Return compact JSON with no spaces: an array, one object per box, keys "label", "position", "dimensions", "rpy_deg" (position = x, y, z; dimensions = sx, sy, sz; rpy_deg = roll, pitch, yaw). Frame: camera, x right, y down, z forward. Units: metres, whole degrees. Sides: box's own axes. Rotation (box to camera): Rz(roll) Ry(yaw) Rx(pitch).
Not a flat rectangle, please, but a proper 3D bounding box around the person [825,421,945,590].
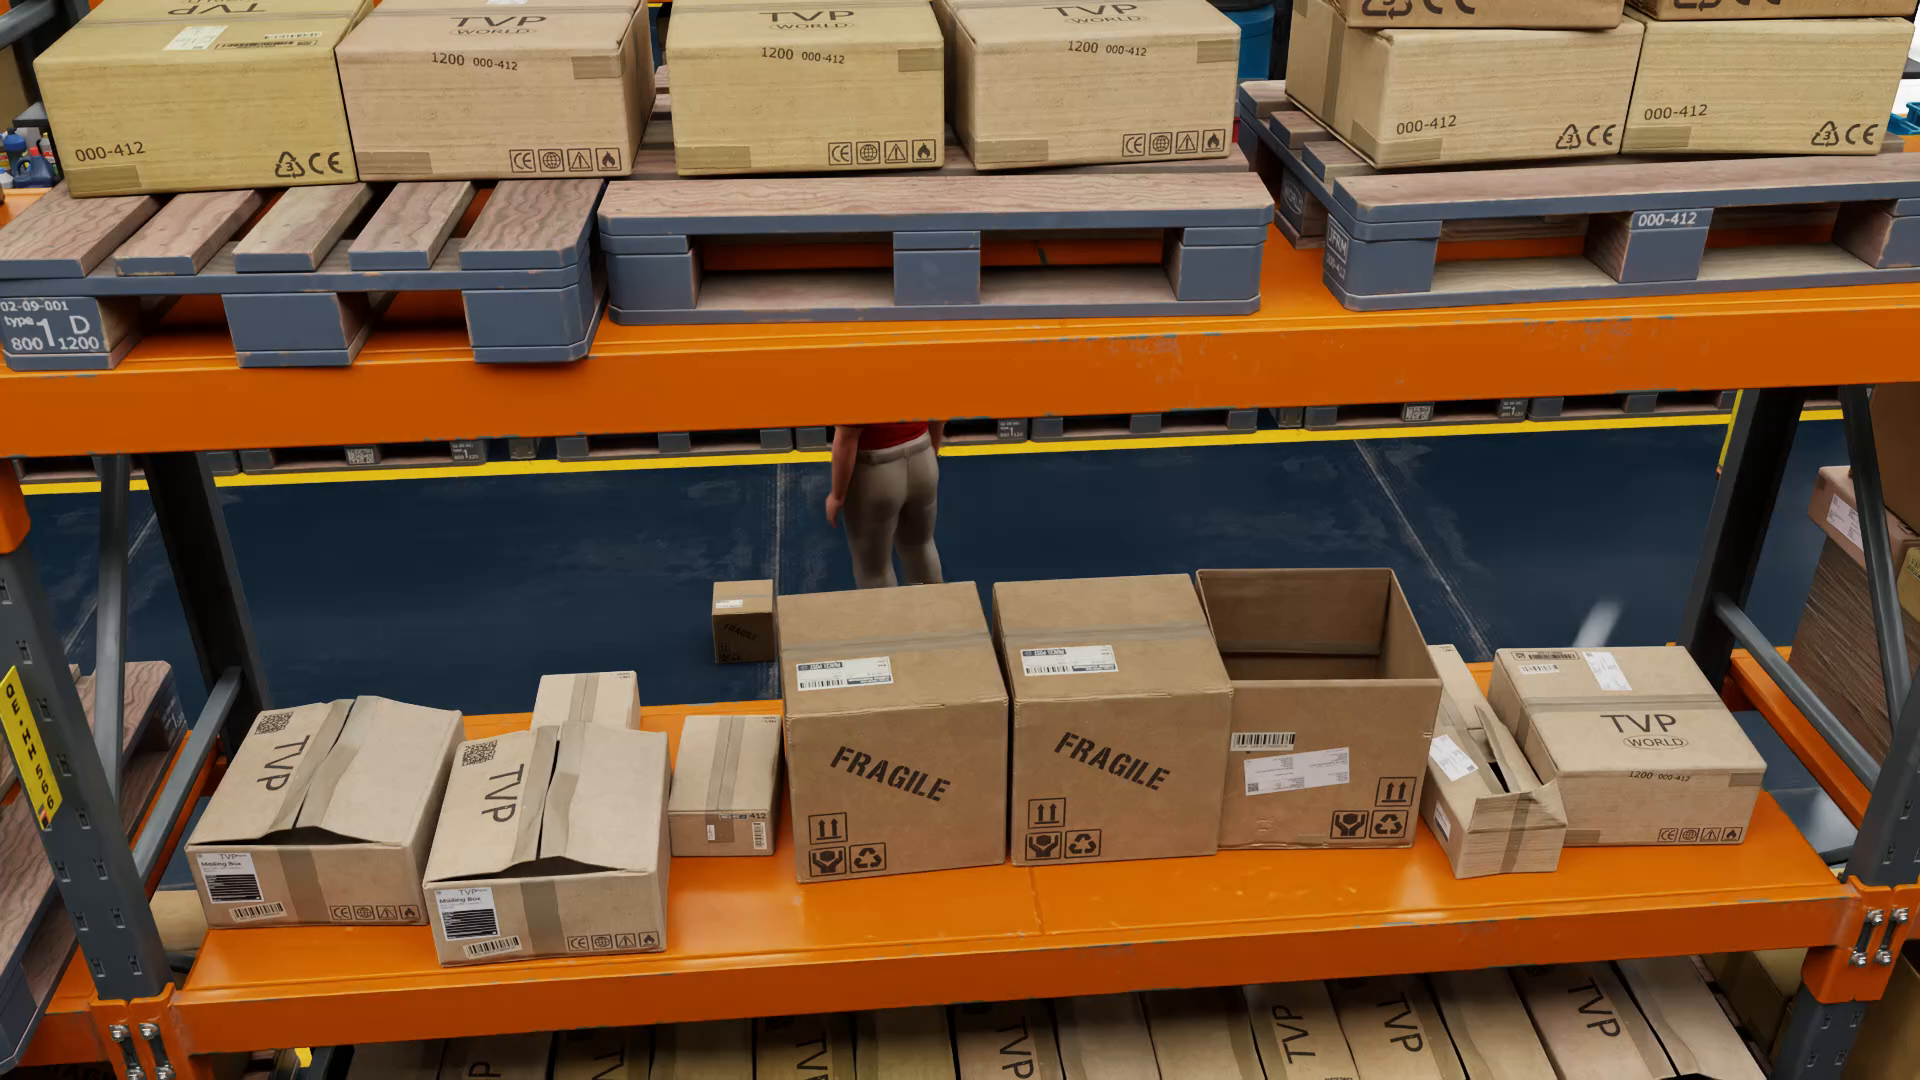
[{"label":"person","position":[-0.279,-0.267,6.596],"dimensions":[0.638,1.745,0.385],"rpy_deg":[-24,38,-34]}]
